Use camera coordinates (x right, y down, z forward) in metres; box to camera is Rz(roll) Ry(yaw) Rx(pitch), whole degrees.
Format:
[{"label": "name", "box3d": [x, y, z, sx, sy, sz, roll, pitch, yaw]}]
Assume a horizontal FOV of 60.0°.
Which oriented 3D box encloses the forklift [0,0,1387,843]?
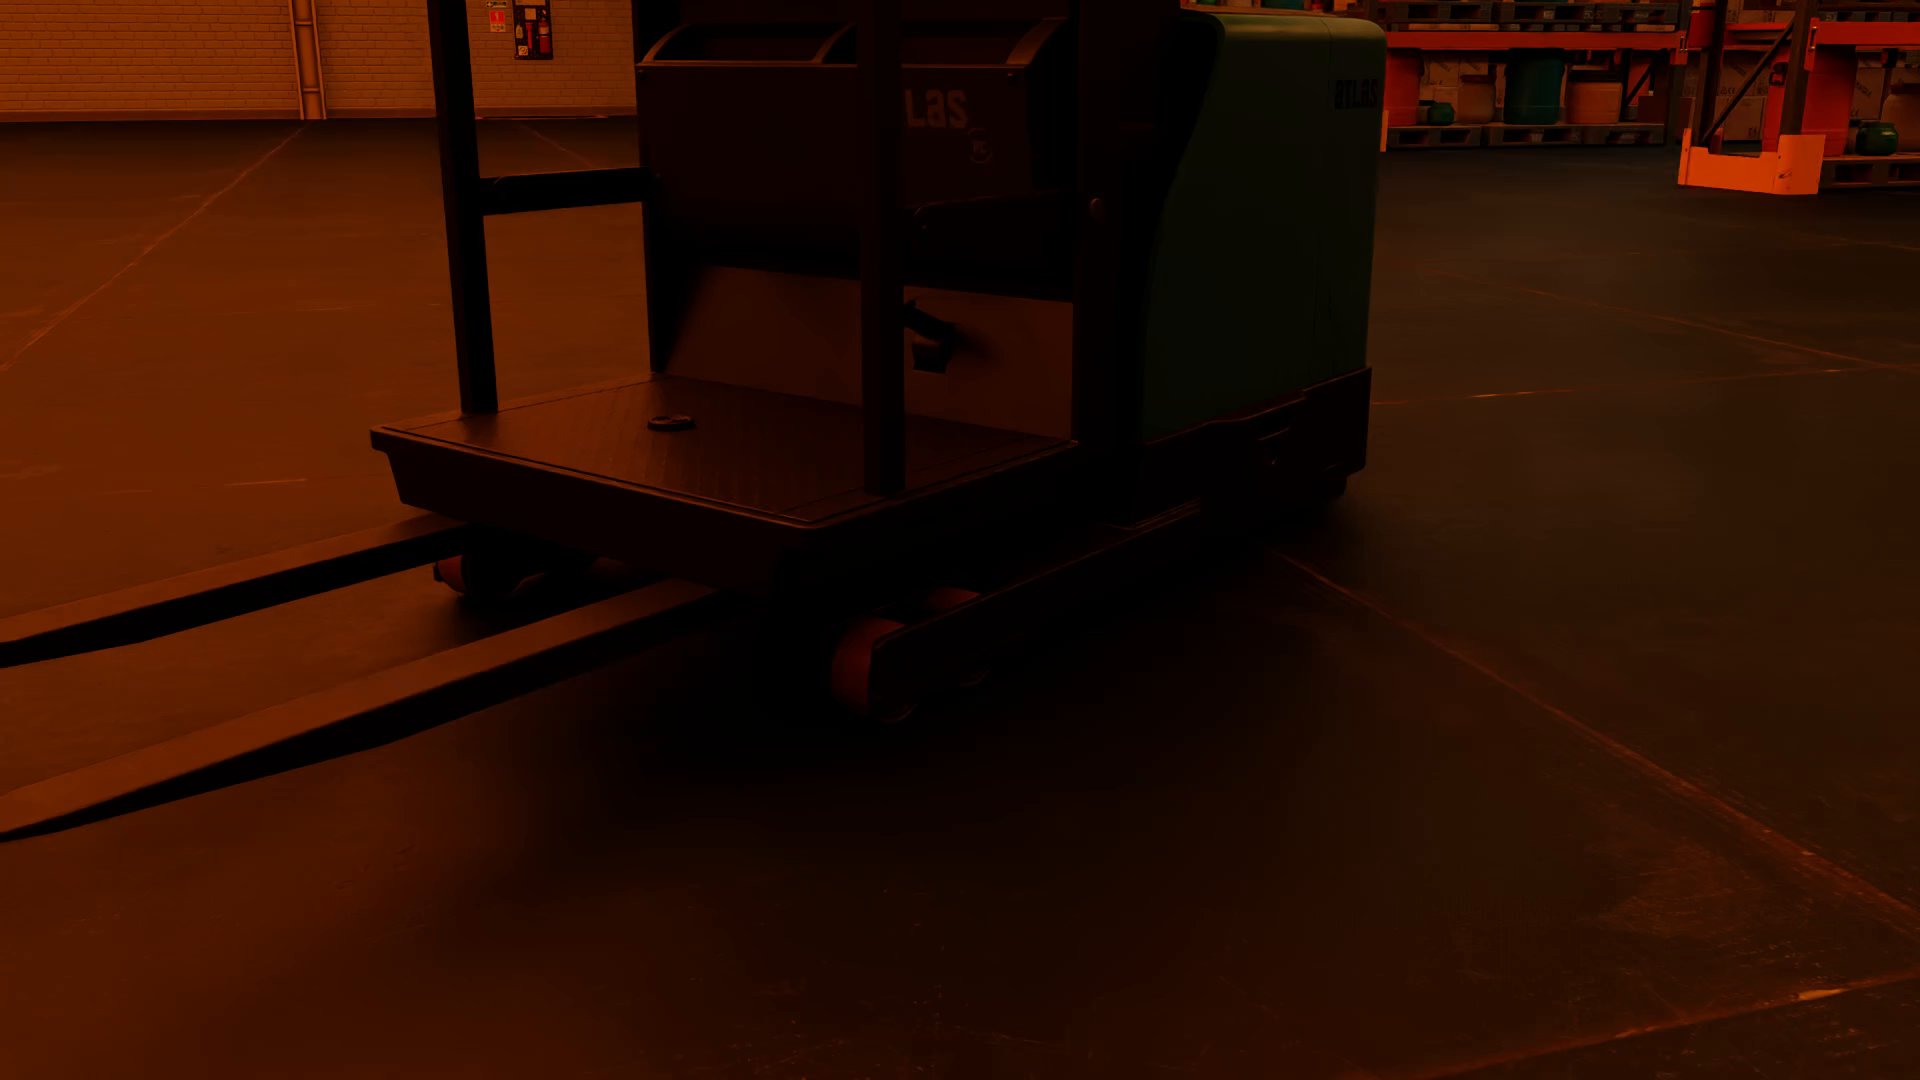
[{"label": "forklift", "box3d": [-0.345, -1.277, 2.709, 1.130, 2.935, 3.031, 12, 20, 36]}]
